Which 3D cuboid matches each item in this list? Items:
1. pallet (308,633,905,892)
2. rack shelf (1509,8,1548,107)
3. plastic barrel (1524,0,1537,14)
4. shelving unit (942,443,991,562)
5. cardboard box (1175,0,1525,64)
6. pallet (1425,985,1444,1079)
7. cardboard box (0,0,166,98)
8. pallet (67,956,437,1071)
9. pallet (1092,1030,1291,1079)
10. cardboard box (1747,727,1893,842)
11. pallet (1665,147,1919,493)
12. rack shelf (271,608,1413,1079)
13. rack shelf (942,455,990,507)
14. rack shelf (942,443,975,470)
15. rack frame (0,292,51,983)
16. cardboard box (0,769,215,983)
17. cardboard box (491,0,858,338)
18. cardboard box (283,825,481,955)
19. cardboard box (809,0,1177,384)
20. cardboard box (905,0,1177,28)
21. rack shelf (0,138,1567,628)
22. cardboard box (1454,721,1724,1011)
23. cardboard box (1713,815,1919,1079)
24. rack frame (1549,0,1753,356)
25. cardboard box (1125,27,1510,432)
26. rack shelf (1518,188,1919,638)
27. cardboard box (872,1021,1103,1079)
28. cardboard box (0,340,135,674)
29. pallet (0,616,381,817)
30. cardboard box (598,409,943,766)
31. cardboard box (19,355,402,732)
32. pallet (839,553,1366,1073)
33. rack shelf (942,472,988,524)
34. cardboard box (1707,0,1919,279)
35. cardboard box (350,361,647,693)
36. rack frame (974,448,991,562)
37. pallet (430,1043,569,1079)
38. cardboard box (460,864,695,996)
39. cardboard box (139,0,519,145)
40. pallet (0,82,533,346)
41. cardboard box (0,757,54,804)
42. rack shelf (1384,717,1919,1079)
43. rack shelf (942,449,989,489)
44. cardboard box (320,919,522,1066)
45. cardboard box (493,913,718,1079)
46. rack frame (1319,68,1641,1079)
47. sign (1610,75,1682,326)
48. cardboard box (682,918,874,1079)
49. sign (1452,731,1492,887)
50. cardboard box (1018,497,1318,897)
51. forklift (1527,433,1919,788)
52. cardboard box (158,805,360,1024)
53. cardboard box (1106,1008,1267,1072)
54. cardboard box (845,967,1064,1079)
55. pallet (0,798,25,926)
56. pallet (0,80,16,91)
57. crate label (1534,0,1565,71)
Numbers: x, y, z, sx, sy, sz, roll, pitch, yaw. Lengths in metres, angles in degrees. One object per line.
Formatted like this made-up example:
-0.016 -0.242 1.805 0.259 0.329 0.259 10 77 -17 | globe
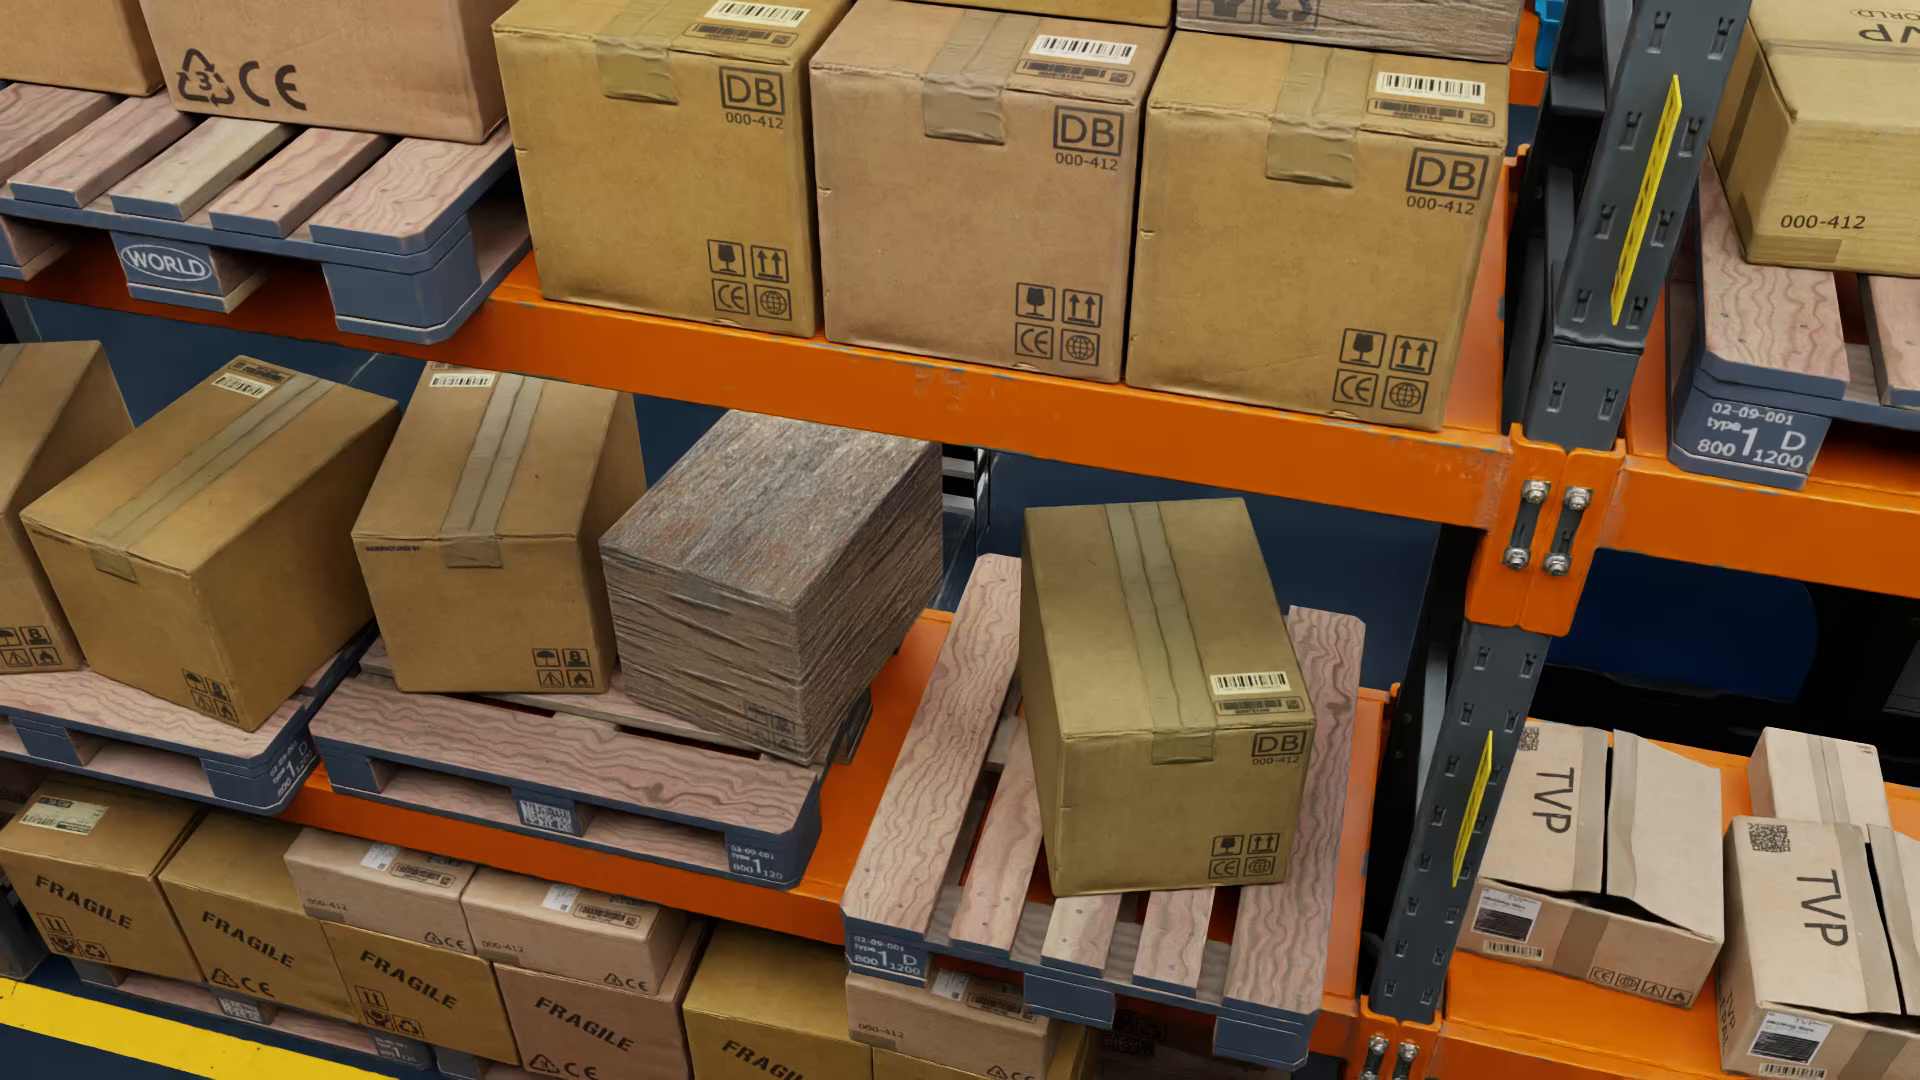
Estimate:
-0.826 0.314 4.193 1.213 0.211 1.003 10 41 11 | pallet
4.270 -1.907 7.248 4.000 0.370 1.077 10 41 11 | rack shelf
2.865 -2.679 7.501 0.708 0.536 0.600 10 41 11 | plastic barrel
-0.008 -0.346 6.462 0.210 0.900 0.258 10 41 11 | shelving unit
0.634 -1.085 2.522 0.500 0.500 0.500 10 41 11 | cardboard box
1.839 1.790 4.454 1.213 0.211 1.003 10 41 11 | pallet
-1.691 -1.263 3.107 0.600 0.600 0.600 9 41 11 | cardboard box
-2.014 1.076 5.305 1.213 0.211 1.003 10 41 11 | pallet
0.343 1.481 4.822 1.213 0.211 1.003 10 41 11 | pallet
1.994 0.635 3.856 0.250 0.149 0.380 10 41 11 | cardboard box
1.733 -0.458 2.777 1.003 0.211 1.213 12 41 13 | pallet
-0.878 0.504 4.377 4.000 0.370 1.077 10 41 11 | rack shelf
-0.008 -0.252 6.542 0.200 0.077 0.258 10 41 11 | rack shelf
-0.008 -0.389 6.426 0.200 0.077 0.258 10 41 11 | rack shelf
-2.810 -0.104 4.541 0.127 3.000 1.000 10 41 11 | rack frame
-2.406 0.917 4.928 0.500 0.500 0.500 8 41 9 | cardboard box
-0.371 -0.849 3.018 0.500 0.500 0.910 10 41 11 | cardboard box
-1.440 0.796 4.488 0.500 0.250 0.500 10 41 12 | cardboard box
0.131 -0.762 2.915 0.500 0.500 0.910 10 41 11 | cardboard box
0.142 -1.170 2.623 0.500 0.500 0.500 10 41 11 | cardboard box
-0.878 -0.644 3.412 4.000 0.370 1.077 10 41 11 | rack shelf
1.394 0.683 3.674 0.500 0.311 0.500 12 42 14 | cardboard box
1.868 0.864 3.458 0.500 0.311 0.500 9 41 11 | cardboard box
1.054 -1.736 1.820 0.127 3.000 1.000 10 41 11 | rack frame
0.624 -0.677 2.814 0.500 0.500 0.910 10 41 11 | cardboard box
2.986 0.021 2.620 4.000 0.370 1.077 10 41 11 | rack shelf
0.090 1.340 4.423 0.500 0.500 0.500 11 41 13 | cardboard box
-2.410 -0.085 4.115 0.500 0.500 0.700 -3 40 -3 | cardboard box
-2.066 0.170 4.364 1.213 0.211 1.003 10 41 11 | pallet
-0.417 0.057 3.946 0.500 0.500 0.700 17 43 20 | cardboard box
-1.729 -0.010 4.025 0.500 0.500 0.700 16 43 18 | cardboard box
0.381 0.566 3.893 1.003 0.211 1.213 10 41 11 | pallet
-0.008 -0.183 6.599 0.200 0.077 0.258 10 41 11 | rack shelf
1.507 -0.650 2.650 0.500 0.250 0.500 7 41 8 | cardboard box
-1.087 -0.047 4.070 0.500 0.500 0.700 0 40 0 | cardboard box
0.090 -0.329 6.442 0.006 0.900 0.240 10 41 11 | rack frame
-0.832 1.277 5.065 1.213 0.211 1.003 10 41 11 | pallet
-0.955 0.879 4.390 0.500 0.250 0.500 9 41 11 | cardboard box
-1.053 -1.140 2.961 0.600 0.600 0.600 8 41 10 | cardboard box
-1.195 -0.858 3.253 1.003 0.211 1.213 10 41 11 | pallet
-3.159 0.553 5.507 0.500 0.311 0.500 10 41 11 | cardboard box
2.986 1.169 3.585 4.000 0.370 1.077 10 41 11 | rack shelf
-0.008 -0.320 6.484 0.200 0.077 0.258 10 41 11 | rack shelf
-1.407 1.086 4.726 0.500 0.500 0.500 10 41 12 | cardboard box
-0.918 1.171 4.625 0.500 0.500 0.500 8 41 10 | cardboard box
1.054 0.561 3.749 0.127 3.000 1.000 10 41 11 | rack frame
0.912 -0.449 2.217 0.005 0.325 0.100 10 41 11 | sign
-0.410 1.254 4.526 0.500 0.500 0.500 8 41 10 | cardboard box
0.923 0.487 2.999 0.005 0.325 0.100 10 41 11 | sign
0.417 0.327 3.623 0.500 0.500 0.700 -3 40 -3 | cardboard box
3.384 -0.587 5.170 3.031 2.935 1.130 9 41 11 | forklift
-1.887 0.999 4.830 0.500 0.500 0.500 10 41 12 | cardboard box
0.688 1.097 4.713 0.500 0.500 0.500 11 41 13 | cardboard box
0.035 1.046 4.190 0.500 0.250 0.500 11 41 13 | cardboard box
-3.473 0.849 5.575 1.213 0.211 1.003 10 41 11 | pallet
-2.198 -1.028 3.456 1.003 0.211 1.213 10 41 11 | pallet
2.648 -2.148 7.106 0.416 0.233 0.303 10 41 11 | crate label
